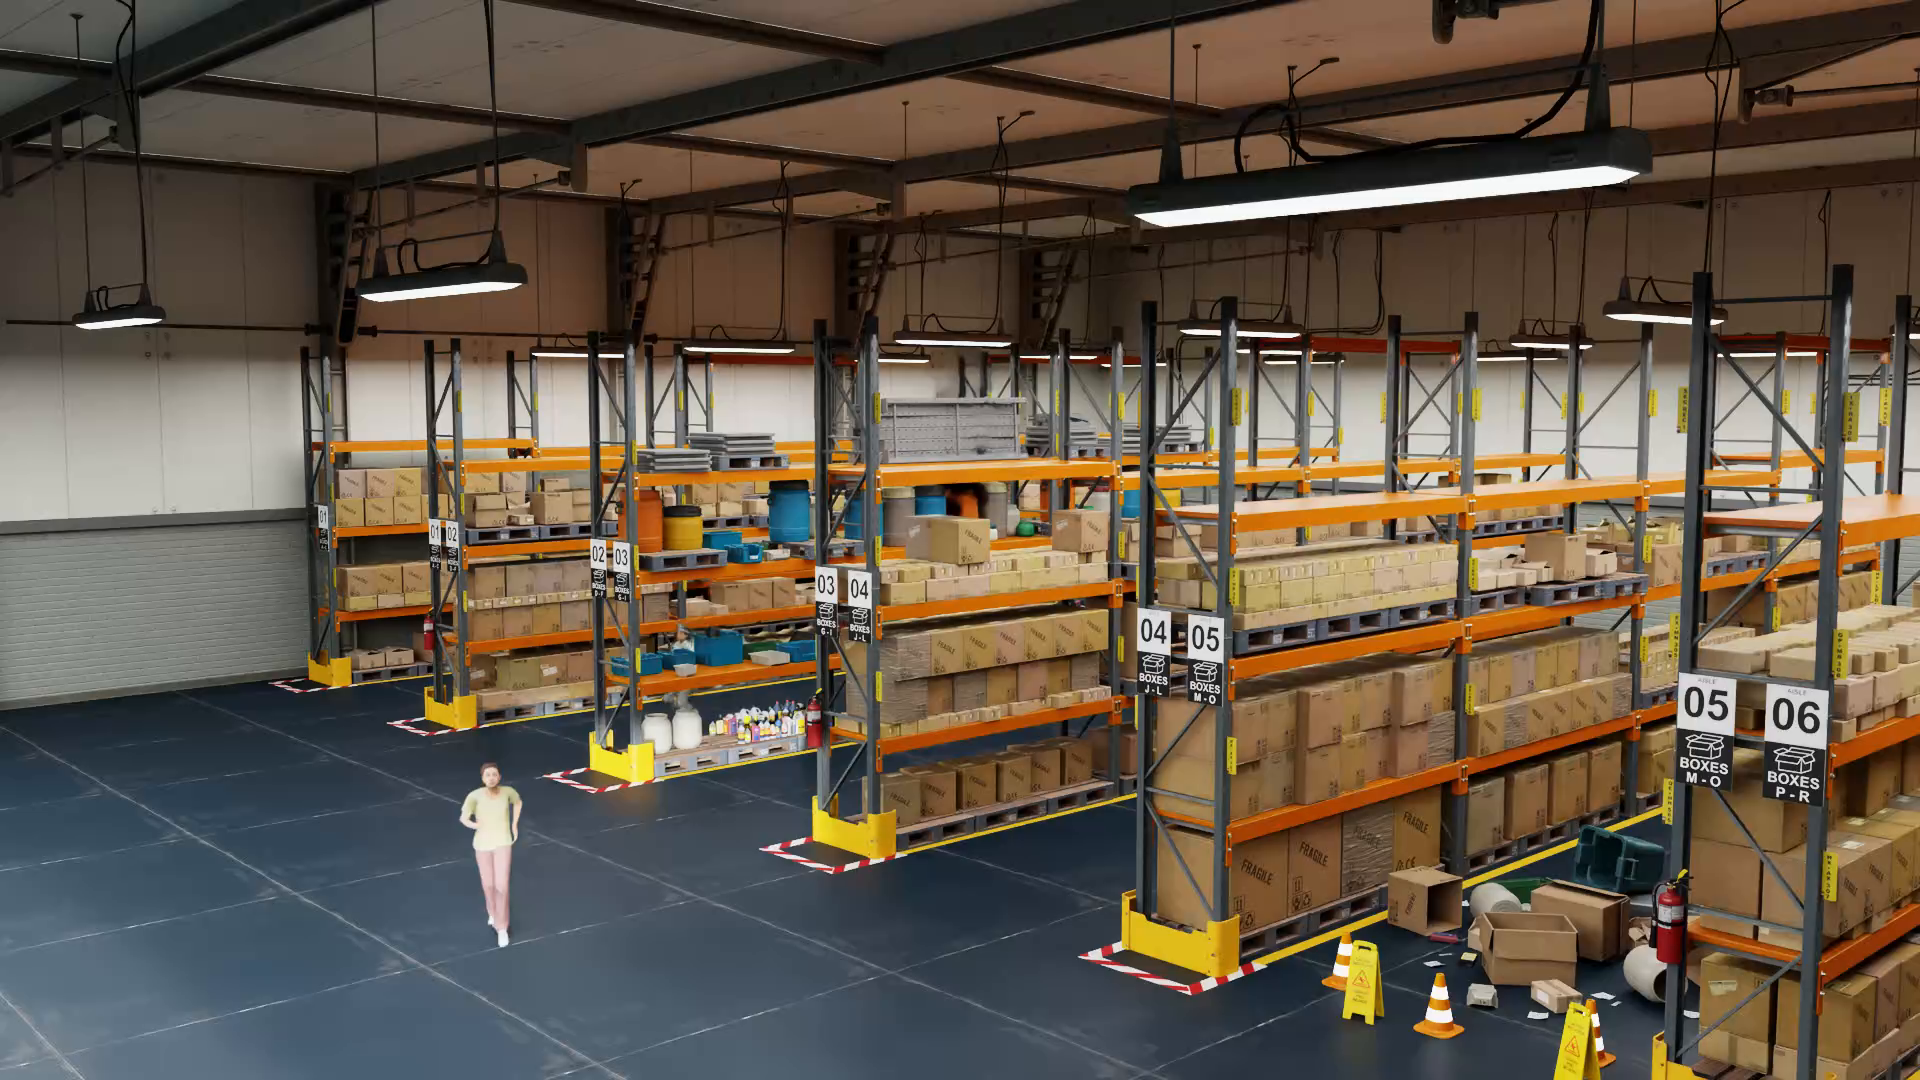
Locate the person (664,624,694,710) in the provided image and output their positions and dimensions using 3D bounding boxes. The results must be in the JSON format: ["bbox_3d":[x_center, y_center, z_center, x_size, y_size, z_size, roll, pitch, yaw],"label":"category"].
[{"bbox_3d":[-4.309,2.099,25.367,0.567,1.650,0.531,3,6,34],"label":"person"}]

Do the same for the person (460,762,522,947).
[{"bbox_3d":[-4.460,2.949,15.835,0.560,1.721,0.745,-1,5,-12],"label":"person"}]
